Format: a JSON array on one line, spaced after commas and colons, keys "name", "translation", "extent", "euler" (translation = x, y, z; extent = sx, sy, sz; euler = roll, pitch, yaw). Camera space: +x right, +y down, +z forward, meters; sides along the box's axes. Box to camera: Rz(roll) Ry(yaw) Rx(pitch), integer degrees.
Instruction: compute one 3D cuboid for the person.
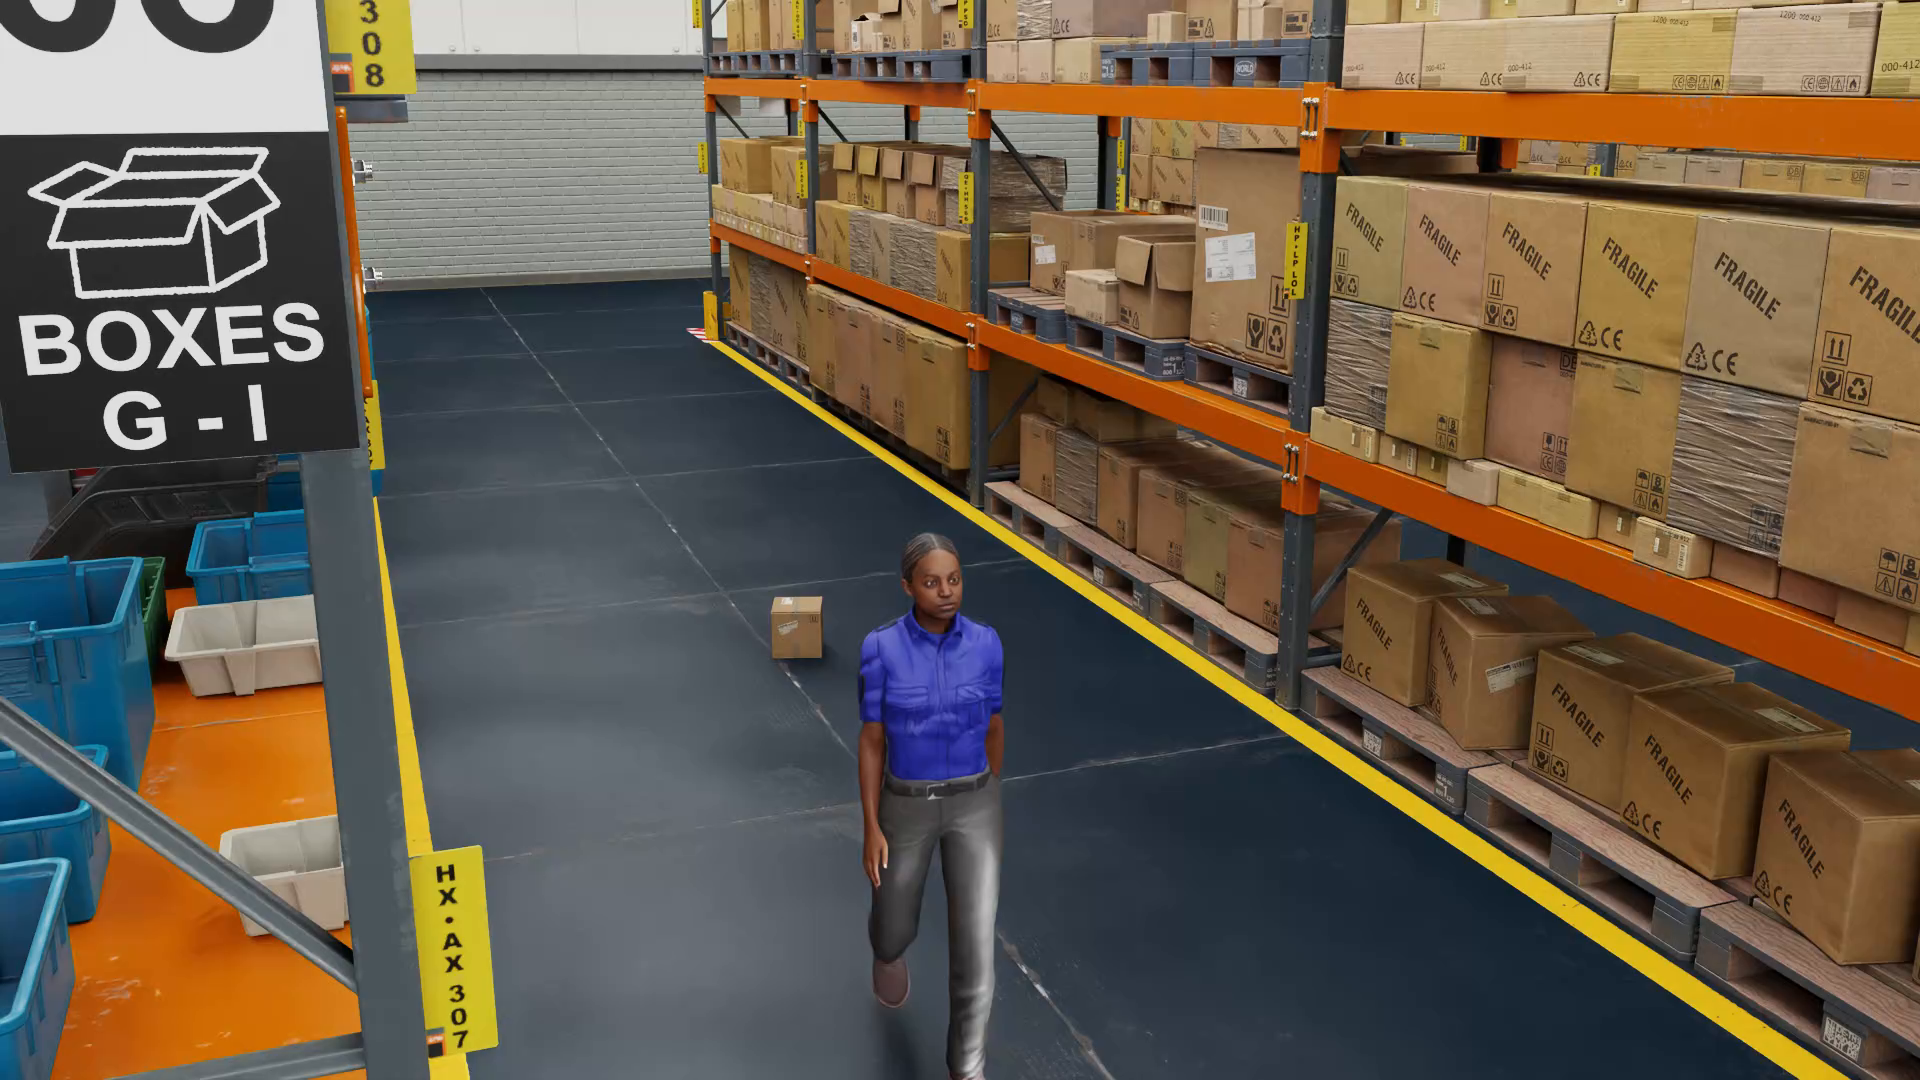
[{"name": "person", "translation": [-0.077, 0.766, 4.778], "extent": [0.432, 1.617, 0.817], "euler": [-2, 16, -7]}]
